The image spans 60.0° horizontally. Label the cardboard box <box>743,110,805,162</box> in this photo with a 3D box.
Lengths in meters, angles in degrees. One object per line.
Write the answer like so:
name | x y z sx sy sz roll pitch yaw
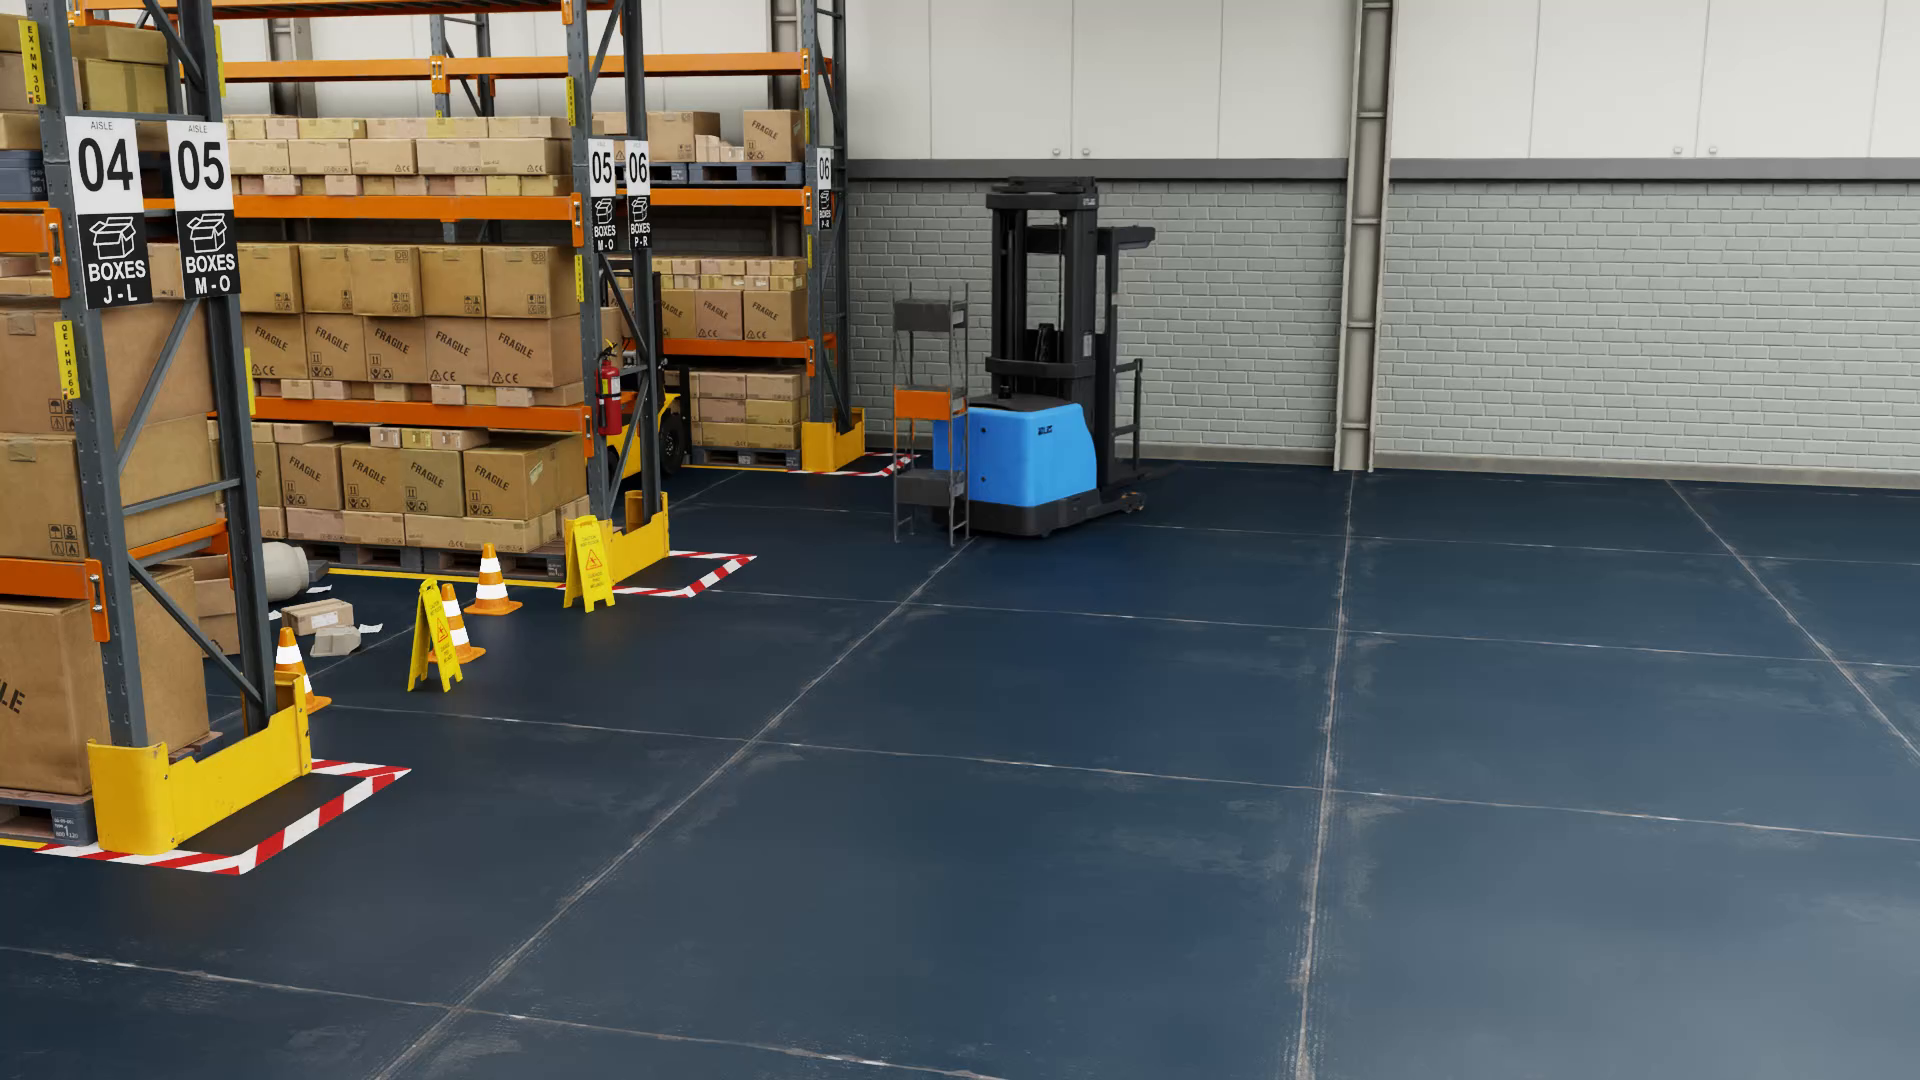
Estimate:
cardboard box | -1.827 -4.018 16.563 0.500 0.500 0.500 3 13 15

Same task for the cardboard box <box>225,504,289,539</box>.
cardboard box | -5.378 -0.193 13.057 0.500 0.250 0.500 4 13 17

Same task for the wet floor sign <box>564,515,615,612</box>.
wet floor sign | -2.596 0.149 11.573 0.232 0.644 0.267 8 15 33

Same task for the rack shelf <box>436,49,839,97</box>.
rack shelf | -3.280 -4.766 17.022 4.000 0.370 1.077 3 13 14

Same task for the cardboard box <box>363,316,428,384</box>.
cardboard box | -4.087 -1.453 12.441 0.500 0.500 0.500 3 13 13

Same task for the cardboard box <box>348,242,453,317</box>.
cardboard box | -4.082 -1.931 12.285 0.500 0.500 0.700 3 13 13

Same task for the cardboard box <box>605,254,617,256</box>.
cardboard box | -3.841 -2.994 17.890 0.250 0.149 0.380 3 13 13

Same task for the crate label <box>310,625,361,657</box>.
crate label | -3.965 0.634 10.558 0.298 0.136 0.250 -4 13 -16

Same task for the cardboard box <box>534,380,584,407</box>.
cardboard box | -2.938 -1.087 12.289 0.250 0.149 0.380 4 13 15

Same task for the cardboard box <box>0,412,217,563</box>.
cardboard box | -3.983 -0.272 7.689 0.550 0.550 0.875 3 13 14

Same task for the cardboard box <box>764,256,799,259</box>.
cardboard box | -1.856 -2.879 17.372 0.250 0.149 0.380 4 13 15

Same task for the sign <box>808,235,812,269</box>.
sign | -1.482 -2.847 16.420 0.005 0.325 0.100 3 13 14

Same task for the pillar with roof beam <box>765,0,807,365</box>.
pillar with roof beam | -2.830 -4.529 13.369 0.400 9.000 9.100 3 13 14

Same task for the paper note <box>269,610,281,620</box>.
paper note | -4.707 0.514 11.375 0.142 0.019 0.148 8 15 33

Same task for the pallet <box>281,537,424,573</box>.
pallet | -4.559 0.009 13.207 1.213 0.211 1.003 3 13 14

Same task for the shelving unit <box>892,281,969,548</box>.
shelving unit | -0.233 -1.020 13.484 0.503 2.100 0.431 5 13 20

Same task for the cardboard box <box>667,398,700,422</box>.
cardboard box | -2.876 -1.396 17.326 0.500 0.250 0.500 3 13 12

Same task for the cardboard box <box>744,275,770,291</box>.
cardboard box | -1.997 -2.611 16.848 0.250 0.149 0.380 3 13 14

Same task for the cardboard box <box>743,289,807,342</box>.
cardboard box | -1.879 -2.299 16.938 0.500 0.500 0.500 3 13 12

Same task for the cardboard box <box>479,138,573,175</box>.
cardboard box | -3.085 -2.742 11.900 0.500 0.250 0.500 3 13 13

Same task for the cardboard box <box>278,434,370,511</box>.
cardboard box | -4.874 -0.532 12.853 0.500 0.500 0.500 4 13 16

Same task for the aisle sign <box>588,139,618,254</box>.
aisle sign | -2.533 -2.440 11.806 0.004 0.787 0.394 3 13 14

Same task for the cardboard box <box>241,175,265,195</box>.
cardboard box | -5.165 -2.664 12.473 0.250 0.149 0.380 3 13 12

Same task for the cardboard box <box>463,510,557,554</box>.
cardboard box | -3.397 -0.085 12.569 0.500 0.250 0.500 3 13 13

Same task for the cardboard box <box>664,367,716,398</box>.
cardboard box | -2.850 -1.638 17.261 0.500 0.250 0.500 3 13 14

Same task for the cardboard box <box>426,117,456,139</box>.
cardboard box | -3.650 -2.977 12.039 0.250 0.149 0.380 3 13 14

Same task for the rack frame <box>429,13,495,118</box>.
rack frame | -5.222 -5.416 17.368 0.127 3.000 1.000 3 13 14

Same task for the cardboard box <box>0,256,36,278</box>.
cardboard box | -7.582 -2.168 13.196 0.250 0.149 0.380 3 13 12

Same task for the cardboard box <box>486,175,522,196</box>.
cardboard box | -3.187 -2.543 11.924 0.250 0.149 0.380 3 13 14

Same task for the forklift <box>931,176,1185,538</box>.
forklift | 1.016 -1.716 14.703 1.130 2.935 3.031 9 15 34

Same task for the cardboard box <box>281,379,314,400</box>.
cardboard box | -4.939 -1.168 12.654 0.250 0.149 0.380 3 13 14

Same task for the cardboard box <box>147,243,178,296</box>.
cardboard box | -6.032 -2.057 12.853 0.500 0.500 0.700 3 13 13

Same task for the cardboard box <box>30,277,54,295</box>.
cardboard box | -6.911 -1.818 13.114 0.500 0.500 0.500 3 13 12

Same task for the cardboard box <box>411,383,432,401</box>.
cardboard box | -3.927 -1.145 12.548 0.250 0.149 0.380 3 13 14

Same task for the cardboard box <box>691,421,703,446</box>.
cardboard box | -2.834 -1.156 17.396 0.500 0.250 0.500 3 13 14

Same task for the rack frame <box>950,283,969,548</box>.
rack frame | -0.004 -1.002 13.401 0.015 2.100 0.400 5 13 20

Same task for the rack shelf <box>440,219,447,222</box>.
rack shelf | -7.164 -3.704 18.239 4.000 0.370 1.077 3 13 14

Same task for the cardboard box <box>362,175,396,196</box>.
cardboard box | -4.174 -2.609 12.223 0.250 0.149 0.380 3 13 12

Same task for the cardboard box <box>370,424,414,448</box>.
cardboard box | -4.236 -0.800 12.565 0.250 0.149 0.380 4 13 16

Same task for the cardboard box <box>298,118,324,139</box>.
cardboard box | -4.651 -3.026 12.260 0.250 0.149 0.380 3 13 15

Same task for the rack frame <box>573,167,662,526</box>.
rack frame | -2.524 -1.235 12.377 0.127 3.000 1.000 3 13 14

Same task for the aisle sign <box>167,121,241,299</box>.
aisle sign | -3.471 -1.518 7.648 0.004 0.787 0.394 3 13 14

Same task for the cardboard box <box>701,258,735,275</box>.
cardboard box | -2.468 -2.807 17.046 0.250 0.149 0.380 3 13 14

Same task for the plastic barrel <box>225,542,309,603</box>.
plastic barrel | -4.892 0.234 11.704 0.512 0.421 0.421 -9 15 -35

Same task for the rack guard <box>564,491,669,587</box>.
rack guard | -2.598 -0.019 12.665 0.348 0.500 1.175 3 13 14

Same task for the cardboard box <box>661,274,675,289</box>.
cardboard box | -2.993 -2.665 17.094 0.250 0.149 0.380 3 13 14

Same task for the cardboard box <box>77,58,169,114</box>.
cardboard box | -4.019 -2.058 7.620 0.500 0.250 0.500 3 13 13

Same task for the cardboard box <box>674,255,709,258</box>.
cardboard box | -2.849 -2.943 17.656 0.250 0.149 0.380 3 13 12

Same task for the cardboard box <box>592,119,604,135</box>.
cardboard box | -2.820 -3.028 12.269 0.250 0.149 0.380 3 13 13

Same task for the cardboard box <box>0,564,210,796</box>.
cardboard box | -4.286 0.622 7.942 0.875 0.875 0.875 3 13 14

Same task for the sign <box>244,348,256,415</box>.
sign | -3.473 -0.767 8.084 0.005 0.325 0.100 3 13 14

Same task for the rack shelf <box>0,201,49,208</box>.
rack shelf | -8.349 -2.660 13.533 4.000 0.370 1.077 3 13 14

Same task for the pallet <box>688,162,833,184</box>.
pallet | -2.019 -3.743 16.957 1.213 0.211 1.003 3 13 14

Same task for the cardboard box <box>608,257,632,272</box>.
cardboard box | -3.467 -2.859 17.281 0.250 0.149 0.380 3 13 14

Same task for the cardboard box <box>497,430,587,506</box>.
cardboard box | -3.264 -0.565 13.004 0.500 0.500 0.500 3 13 12

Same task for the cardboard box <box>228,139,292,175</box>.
cardboard box | -5.060 -2.845 12.368 0.500 0.250 0.500 3 13 14

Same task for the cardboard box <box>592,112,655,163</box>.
cardboard box | -3.356 -4.132 17.070 0.637 0.503 0.797 3 13 15

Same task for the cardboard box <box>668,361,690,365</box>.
cardboard box | -3.224 -1.776 17.885 0.500 0.250 0.500 3 13 12
